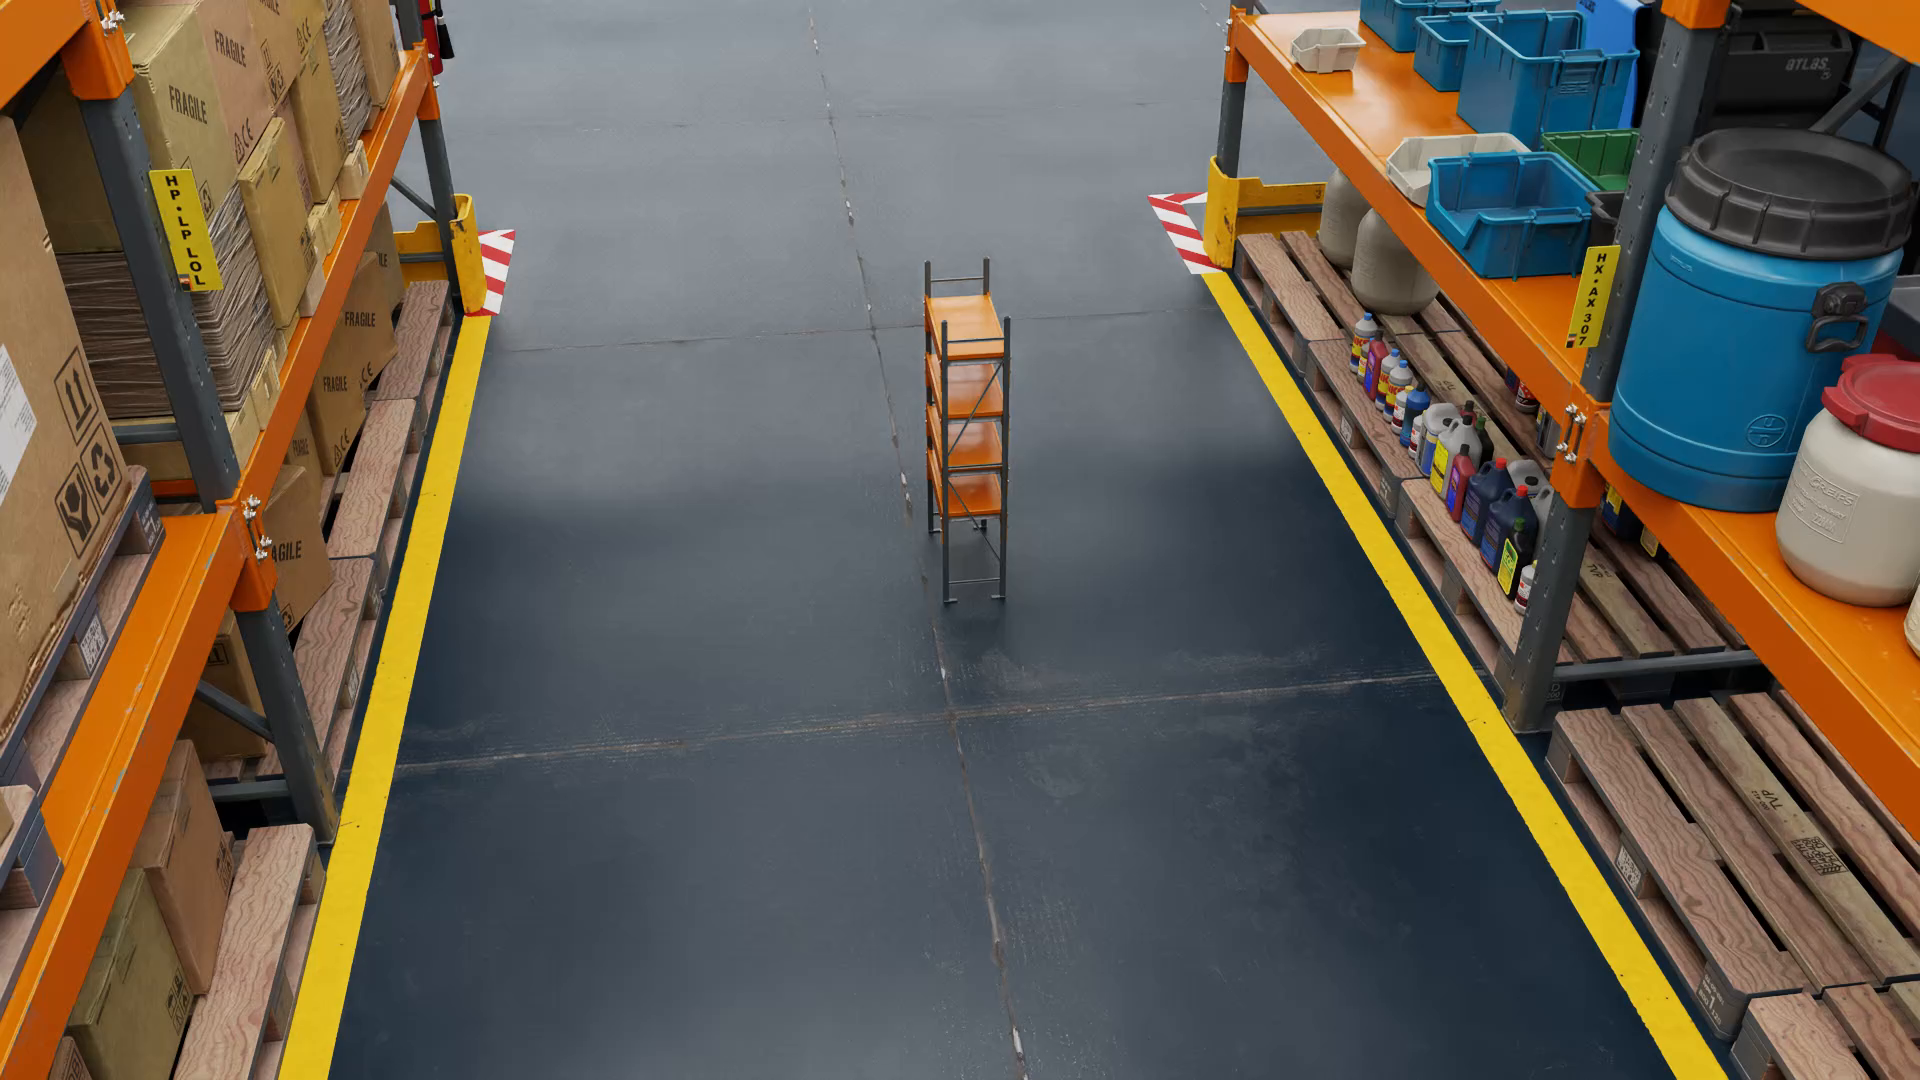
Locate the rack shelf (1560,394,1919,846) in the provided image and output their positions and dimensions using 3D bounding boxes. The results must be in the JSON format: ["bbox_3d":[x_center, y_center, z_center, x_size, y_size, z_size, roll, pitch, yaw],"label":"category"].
[{"bbox_3d":[2.674,0.781,3.579,1.077,0.370,4.000,-4,35,-6],"label":"rack shelf"}]

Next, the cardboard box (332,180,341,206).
[{"bbox_3d":[-2.528,-1.268,6.170,0.380,0.149,0.250,-4,35,-6],"label":"cardboard box"}]

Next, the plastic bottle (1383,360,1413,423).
[{"bbox_3d":[1.861,-0.636,7.052,0.097,0.271,0.097,0,34,0],"label":"plastic bottle"}]

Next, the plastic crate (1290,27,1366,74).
[{"bbox_3d":[1.668,-2.232,7.595,0.298,0.136,0.250,-4,35,-6],"label":"plastic crate"}]

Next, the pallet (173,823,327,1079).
[{"bbox_3d":[-2.397,1.330,4.612,1.003,0.211,1.213,-4,35,-6],"label":"pallet"}]

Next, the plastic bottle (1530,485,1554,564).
[{"bbox_3d":[2.175,-0.068,6.148,0.144,0.351,0.185,-4,35,-6],"label":"plastic bottle"}]

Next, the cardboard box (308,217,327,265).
[{"bbox_3d":[-2.427,-0.992,5.765,0.380,0.149,0.250,-4,35,-6],"label":"cardboard box"}]

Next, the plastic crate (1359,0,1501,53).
[{"bbox_3d":[2.231,-2.546,7.955,0.499,0.251,0.616,-4,35,-6],"label":"plastic crate"}]

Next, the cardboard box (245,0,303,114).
[{"bbox_3d":[-2.447,-1.663,5.286,0.500,0.500,0.500,-4,35,-6],"label":"cardboard box"}]

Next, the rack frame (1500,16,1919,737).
[{"bbox_3d":[2.405,-0.632,5.014,1.000,3.000,0.127,-4,35,-6],"label":"rack frame"}]

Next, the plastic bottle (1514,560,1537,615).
[{"bbox_3d":[2.047,0.164,5.941,0.097,0.201,0.097,0,34,0],"label":"plastic bottle"}]

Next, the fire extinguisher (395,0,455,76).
[{"bbox_3d":[-2.600,-2.556,7.906,0.296,0.674,0.183,-4,35,-6],"label":"fire extinguisher"}]

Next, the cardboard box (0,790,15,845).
[{"bbox_3d":[-2.179,0.487,2.907,0.797,0.503,0.637,-1,34,-1],"label":"cardboard box"}]

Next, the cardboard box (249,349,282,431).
[{"bbox_3d":[-2.255,-0.437,4.950,0.380,0.149,0.250,-4,35,-6],"label":"cardboard box"}]

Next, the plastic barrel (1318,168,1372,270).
[{"bbox_3d":[2.031,-1.648,8.341,0.421,0.512,0.421,0,34,0],"label":"plastic barrel"}]

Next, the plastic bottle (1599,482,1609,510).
[{"bbox_3d":[2.568,-0.240,6.471,0.097,0.271,0.097,0,34,0],"label":"plastic bottle"}]

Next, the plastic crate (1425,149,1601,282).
[{"bbox_3d":[1.987,-1.168,5.932,0.499,0.251,0.616,-4,35,-6],"label":"plastic crate"}]

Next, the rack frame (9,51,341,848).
[{"bbox_3d":[-2.503,-0.257,4.464,1.000,3.000,0.127,-4,35,-6],"label":"rack frame"}]

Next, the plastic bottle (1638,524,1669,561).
[{"bbox_3d":[2.620,-0.072,6.214,0.061,0.283,0.133,-4,35,-6],"label":"plastic bottle"}]

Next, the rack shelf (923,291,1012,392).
[{"bbox_3d":[0.022,-0.728,6.055,0.258,0.148,0.480,-4,35,-6],"label":"rack shelf"}]

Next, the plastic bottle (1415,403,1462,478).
[{"bbox_3d":[1.945,-0.404,6.708,0.152,0.276,0.135,-4,34,-6],"label":"plastic bottle"}]

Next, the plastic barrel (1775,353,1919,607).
[{"bbox_3d":[2.316,-0.138,4.168,0.433,0.535,0.433,0,34,0],"label":"plastic barrel"}]

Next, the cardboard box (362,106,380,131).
[{"bbox_3d":[-2.662,-1.826,6.989,0.380,0.149,0.250,-4,35,-6],"label":"cardboard box"}]

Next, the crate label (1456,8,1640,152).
[{"bbox_3d":[2.382,-1.872,6.802,0.502,0.435,0.616,-4,35,-6],"label":"crate label"}]

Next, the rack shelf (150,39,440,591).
[{"bbox_3d":[-2.772,-1.076,6.304,1.077,0.370,4.000,-4,35,-6],"label":"rack shelf"}]

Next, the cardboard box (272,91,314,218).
[{"bbox_3d":[-2.702,-1.230,5.539,0.875,0.500,0.500,-4,35,-6],"label":"cardboard box"}]

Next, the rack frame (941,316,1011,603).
[{"bbox_3d":[0.055,-0.267,6.077,0.240,1.200,0.015,-4,35,-6],"label":"rack frame"}]

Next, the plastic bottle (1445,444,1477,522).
[{"bbox_3d":[1.943,-0.224,6.436,0.061,0.283,0.133,-2,34,-3],"label":"plastic bottle"}]

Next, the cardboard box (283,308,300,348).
[{"bbox_3d":[-2.359,-0.713,5.355,0.380,0.149,0.250,-4,35,-6],"label":"cardboard box"}]

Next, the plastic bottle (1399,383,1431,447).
[{"bbox_3d":[1.889,-0.523,6.886,0.097,0.271,0.097,0,34,0],"label":"plastic bottle"}]

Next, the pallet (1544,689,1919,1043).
[{"bbox_3d":[2.549,0.955,5.161,1.003,0.211,1.213,-4,35,-6],"label":"pallet"}]

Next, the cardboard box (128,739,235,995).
[{"bbox_3d":[-2.442,0.938,4.539,0.700,0.500,0.500,-7,35,-10],"label":"cardboard box"}]

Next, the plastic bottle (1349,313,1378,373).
[{"bbox_3d":[1.802,-0.883,7.415,0.097,0.271,0.097,0,34,0],"label":"plastic bottle"}]

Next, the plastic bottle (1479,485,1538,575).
[{"bbox_3d":[2.033,-0.057,6.131,0.144,0.351,0.185,-5,35,-8],"label":"plastic bottle"}]

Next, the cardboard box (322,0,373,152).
[{"bbox_3d":[-2.784,-1.792,6.363,0.875,0.500,0.500,-4,35,-6],"label":"cardboard box"}]

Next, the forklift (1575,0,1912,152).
[{"bbox_3d":[4.292,-2.898,8.400,1.130,2.935,3.031,-3,34,-4],"label":"forklift"}]

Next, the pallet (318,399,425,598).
[{"bbox_3d":[-2.796,-0.159,6.796,1.003,0.211,1.213,-4,35,-6],"label":"pallet"}]

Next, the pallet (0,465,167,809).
[{"bbox_3d":[-2.545,0.260,3.876,1.003,0.211,1.213,-4,35,-6],"label":"pallet"}]

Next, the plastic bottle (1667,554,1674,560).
[{"bbox_3d":[2.726,-0.078,6.229,0.152,0.276,0.135,-3,34,-5],"label":"plastic bottle"}]

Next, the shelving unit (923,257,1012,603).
[{"bbox_3d":[0.022,-0.403,6.277,0.258,1.200,0.503,-4,35,-6],"label":"shelving unit"}]

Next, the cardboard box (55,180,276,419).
[{"bbox_3d":[-2.502,-0.677,4.727,0.875,0.500,0.500,-4,35,-6],"label":"cardboard box"}]

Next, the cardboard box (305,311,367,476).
[{"bbox_3d":[-2.794,-0.598,6.811,0.500,0.500,0.500,-1,34,-2],"label":"cardboard box"}]

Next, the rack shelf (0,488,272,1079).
[{"bbox_3d":[-2.234,1.156,3.029,1.077,0.370,4.000,-4,35,-6],"label":"rack shelf"}]

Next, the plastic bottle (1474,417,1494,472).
[{"bbox_3d":[2.061,-0.339,6.605,0.061,0.283,0.133,-4,35,-6],"label":"plastic bottle"}]

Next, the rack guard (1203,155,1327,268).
[{"bbox_3d":[1.924,-1.793,8.936,1.175,0.500,0.348,-4,35,-6],"label":"rack guard"}]

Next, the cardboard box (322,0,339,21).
[{"bbox_3d":[-2.585,-2.221,6.104,0.500,0.500,0.500,-4,35,-6],"label":"cardboard box"}]

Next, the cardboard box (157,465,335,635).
[{"bbox_3d":[-2.602,0.057,5.849,0.500,0.500,0.500,6,35,9],"label":"cardboard box"}]

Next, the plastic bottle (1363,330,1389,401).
[{"bbox_3d":[1.814,-0.761,7.224,0.061,0.283,0.133,-4,34,-6],"label":"plastic bottle"}]

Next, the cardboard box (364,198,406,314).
[{"bbox_3d":[-2.974,-1.280,7.812,0.500,0.500,0.500,2,34,2],"label":"cardboard box"}]

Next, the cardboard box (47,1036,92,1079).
[{"bbox_3d":[-2.321,1.518,3.688,0.700,0.500,0.500,-7,35,-10],"label":"cardboard box"}]

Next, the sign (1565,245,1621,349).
[{"bbox_3d":[1.858,-0.711,4.884,0.100,0.325,0.005,-4,35,-6],"label":"sign"}]

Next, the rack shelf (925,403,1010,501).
[{"bbox_3d":[0.022,-0.348,6.314,0.258,0.148,0.480,-4,35,-6],"label":"rack shelf"}]

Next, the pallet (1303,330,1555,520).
[{"bbox_3d":[2.188,-0.540,7.355,1.003,0.211,1.213,-4,35,-6],"label":"pallet"}]

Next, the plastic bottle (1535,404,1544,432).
[{"bbox_3d":[2.486,-0.552,6.991,0.097,0.201,0.097,0,34,0],"label":"plastic bottle"}]

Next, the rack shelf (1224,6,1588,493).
[{"bbox_3d":[2.136,-1.451,6.854,1.077,0.370,4.000,-4,35,-6],"label":"rack shelf"}]

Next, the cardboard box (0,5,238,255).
[{"bbox_3d":[-2.312,-1.105,4.467,0.500,0.500,0.500,-4,35,-6],"label":"cardboard box"}]
